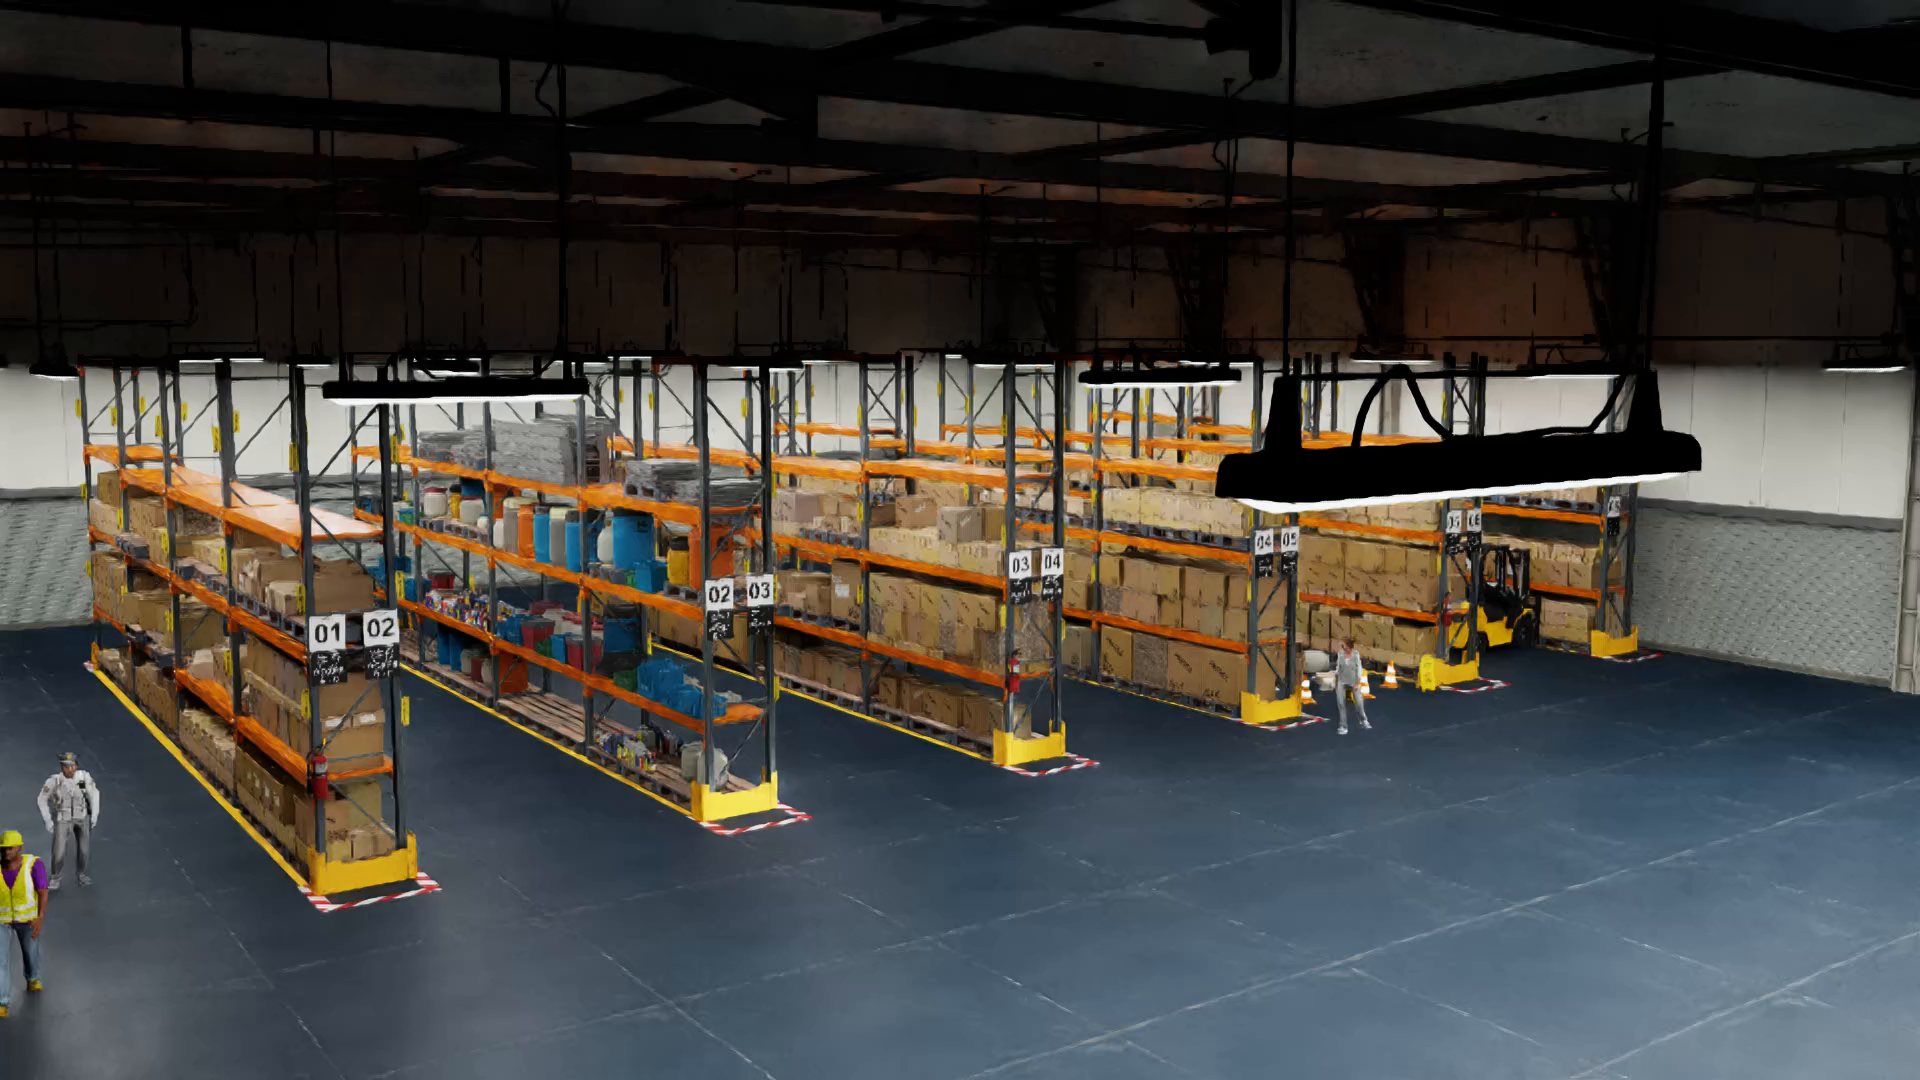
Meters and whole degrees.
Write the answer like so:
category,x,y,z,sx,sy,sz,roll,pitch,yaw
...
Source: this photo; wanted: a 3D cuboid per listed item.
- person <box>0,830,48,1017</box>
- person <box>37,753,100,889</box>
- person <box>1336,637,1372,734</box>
category,x,y,z,sx,sy,sz,roll,pitch,yaw
person,-8.936,3.575,15.739,0.564,1.708,1.041,-3,8,-26
person,-10.256,3.216,19.165,0.639,1.628,0.512,-5,9,-36
person,6.354,2.318,26.794,0.593,1.553,0.644,2,7,16
